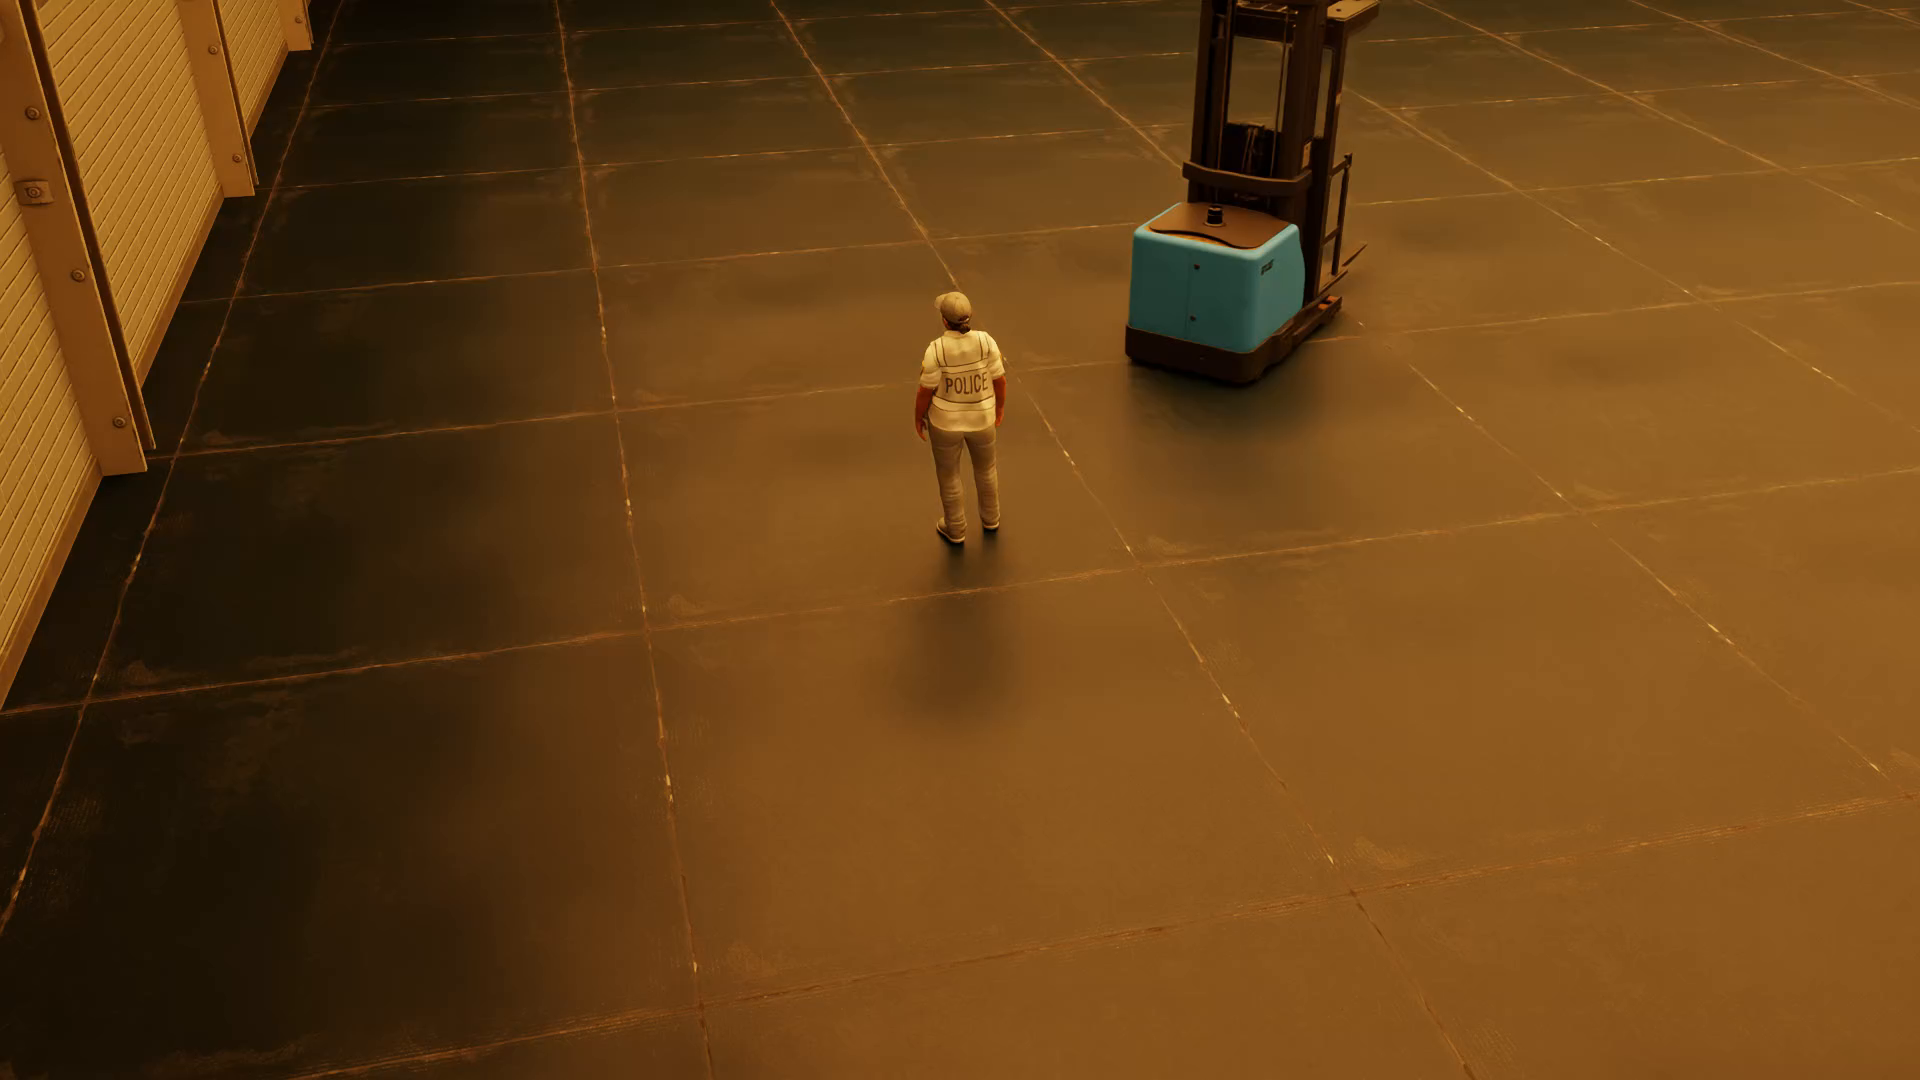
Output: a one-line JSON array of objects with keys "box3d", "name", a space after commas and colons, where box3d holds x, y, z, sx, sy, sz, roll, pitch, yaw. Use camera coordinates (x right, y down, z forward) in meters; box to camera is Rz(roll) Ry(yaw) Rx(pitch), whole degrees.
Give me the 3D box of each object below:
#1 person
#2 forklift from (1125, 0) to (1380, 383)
[{"box3d": [0.004, -0.768, 10.148, 0.598, 1.670, 0.529, -7, 31, -12], "name": "person"}, {"box3d": [2.483, -3.136, 12.992, 1.130, 2.935, 3.031, 17, 34, 27], "name": "forklift"}]
